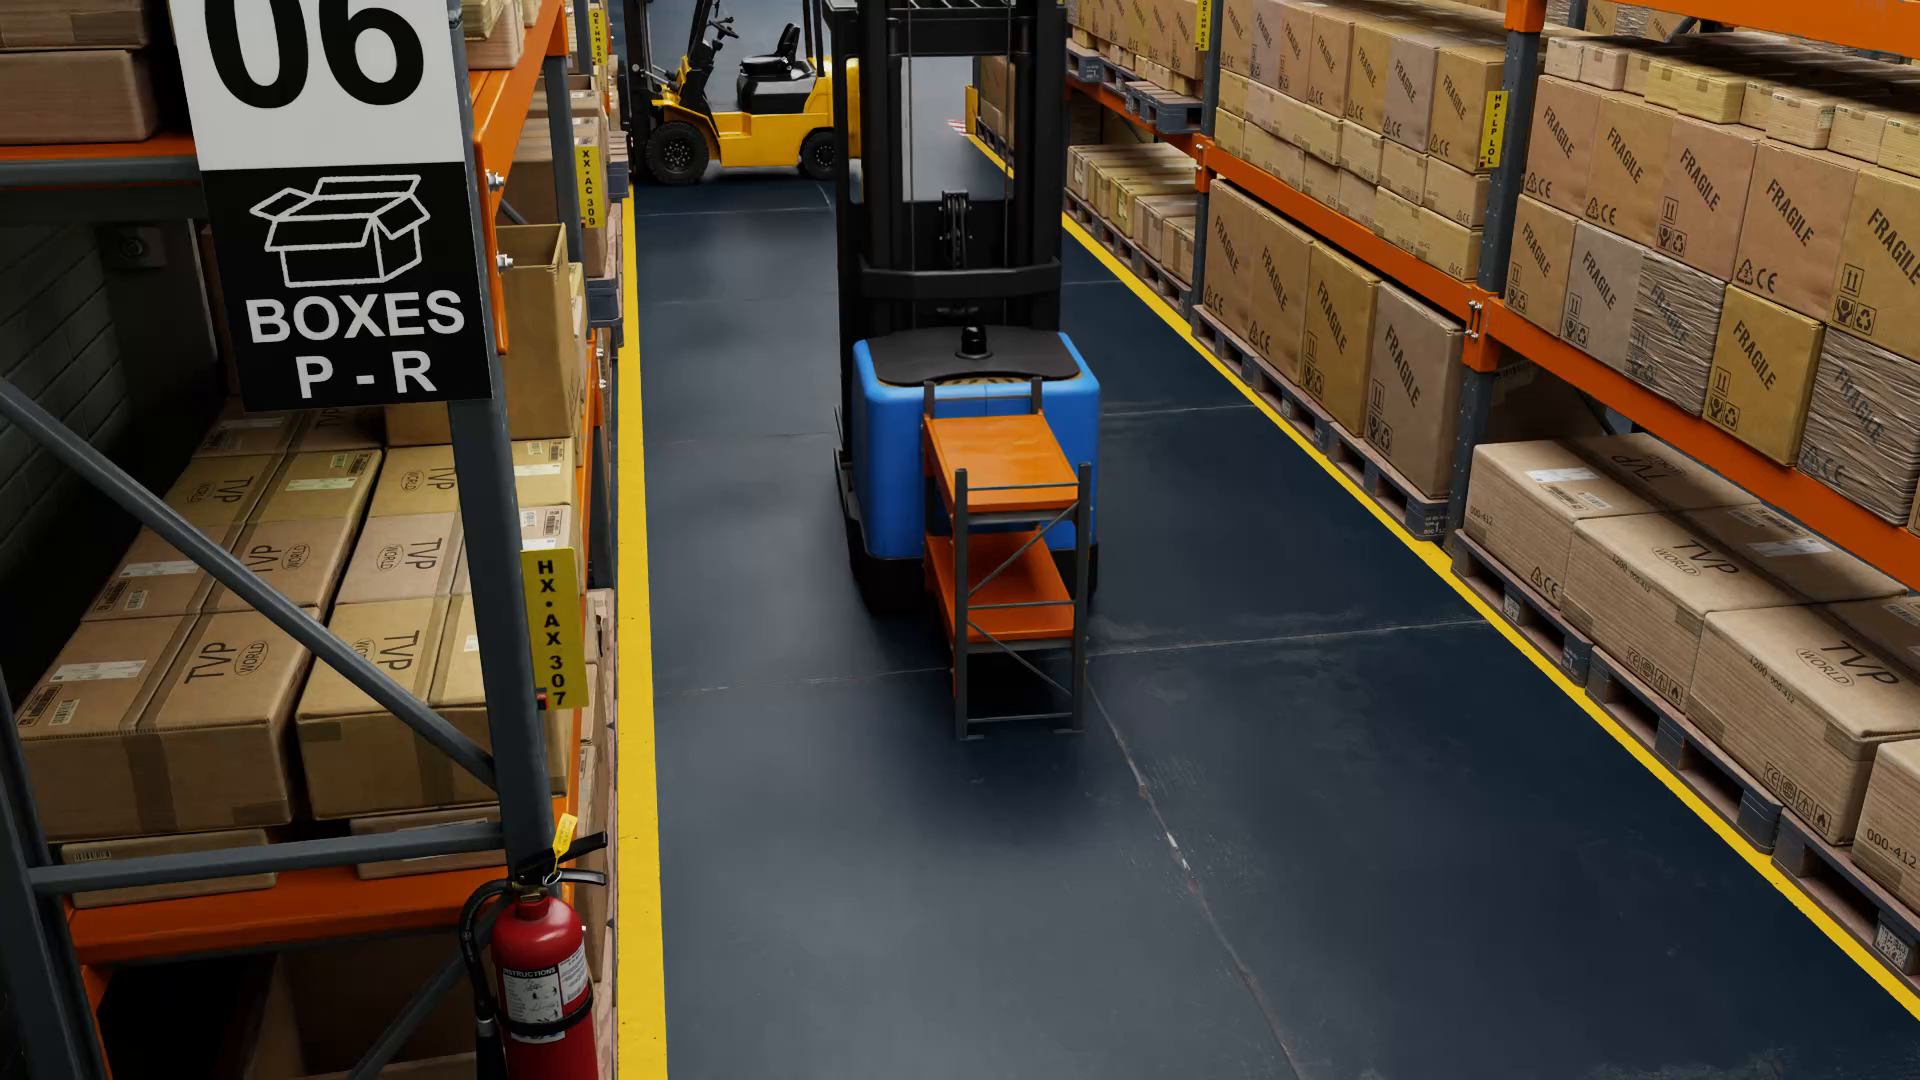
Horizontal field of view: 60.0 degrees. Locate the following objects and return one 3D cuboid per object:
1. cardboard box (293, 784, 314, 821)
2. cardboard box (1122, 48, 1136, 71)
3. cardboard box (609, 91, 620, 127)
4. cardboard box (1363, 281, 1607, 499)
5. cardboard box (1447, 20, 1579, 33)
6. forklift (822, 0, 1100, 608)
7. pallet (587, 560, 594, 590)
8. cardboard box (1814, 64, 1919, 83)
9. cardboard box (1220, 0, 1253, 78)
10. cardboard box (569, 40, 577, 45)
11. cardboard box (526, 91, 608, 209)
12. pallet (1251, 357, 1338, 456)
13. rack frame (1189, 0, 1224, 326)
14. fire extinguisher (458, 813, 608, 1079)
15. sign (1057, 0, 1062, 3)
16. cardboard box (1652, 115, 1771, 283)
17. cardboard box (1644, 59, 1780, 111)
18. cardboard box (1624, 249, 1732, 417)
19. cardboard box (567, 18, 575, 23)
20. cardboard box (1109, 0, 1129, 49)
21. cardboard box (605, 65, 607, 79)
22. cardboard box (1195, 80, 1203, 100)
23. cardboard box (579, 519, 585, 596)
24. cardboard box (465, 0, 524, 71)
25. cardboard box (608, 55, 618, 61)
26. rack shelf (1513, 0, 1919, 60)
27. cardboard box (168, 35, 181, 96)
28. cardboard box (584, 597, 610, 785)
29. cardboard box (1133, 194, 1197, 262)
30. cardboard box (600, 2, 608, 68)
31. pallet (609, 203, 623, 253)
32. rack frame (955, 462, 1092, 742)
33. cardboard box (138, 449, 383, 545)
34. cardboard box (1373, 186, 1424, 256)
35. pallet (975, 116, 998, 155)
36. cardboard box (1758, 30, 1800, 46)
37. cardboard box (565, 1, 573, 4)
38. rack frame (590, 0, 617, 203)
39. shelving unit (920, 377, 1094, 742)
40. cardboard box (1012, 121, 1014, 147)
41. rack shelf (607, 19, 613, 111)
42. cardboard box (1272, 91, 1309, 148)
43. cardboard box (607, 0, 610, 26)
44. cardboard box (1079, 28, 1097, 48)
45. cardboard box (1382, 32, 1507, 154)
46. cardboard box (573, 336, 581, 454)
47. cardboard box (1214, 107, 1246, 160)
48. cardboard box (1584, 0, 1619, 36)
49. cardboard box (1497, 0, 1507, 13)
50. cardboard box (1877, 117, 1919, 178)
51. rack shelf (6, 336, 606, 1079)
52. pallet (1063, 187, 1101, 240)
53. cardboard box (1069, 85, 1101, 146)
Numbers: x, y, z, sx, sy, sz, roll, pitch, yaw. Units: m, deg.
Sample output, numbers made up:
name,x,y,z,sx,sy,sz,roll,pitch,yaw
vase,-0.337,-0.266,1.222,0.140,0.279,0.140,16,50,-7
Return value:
name,x,y,z,sx,sy,sz,roll,pitch,yaw
cardboard box,-1.588,0.503,3.664,0.380,0.149,0.250,-4,24,-8
cardboard box,1.466,-3.705,12.775,0.380,0.149,0.250,-5,24,-11
cardboard box,-3.361,-3.923,15.147,0.500,0.250,0.500,-4,24,-10
cardboard box,2.668,-0.796,8.455,0.875,0.875,0.875,-4,24,-8
cardboard box,2.851,-2.433,8.699,0.500,0.500,0.500,-5,24,-11
forklift,-0.084,-1.597,8.245,1.130,2.935,3.031,-3,24,-7
pallet,-2.203,-0.010,8.009,1.003,0.211,1.213,-4,24,-10
cardboard box,3.356,-1.639,6.069,0.380,0.149,0.250,-4,24,-10
cardboard box,1.973,-3.205,10.466,0.500,0.500,0.500,-5,24,-12
cardboard box,-2.575,-3.139,10.754,0.380,0.149,0.250,-4,24,-9
cardboard box,-2.126,-1.928,8.267,0.700,0.500,0.500,-4,24,-10
pallet,2.416,-0.840,9.910,1.003,0.211,1.213,-4,24,-10
rack frame,2.122,-2.913,11.171,1.000,3.000,0.127,-4,24,-10
fire extinguisher,-0.795,0.833,3.158,0.296,0.674,0.183,-4,24,-10
sign,0.851,-4.840,14.502,0.100,0.325,0.005,-4,24,-10
cardboard box,2.883,-1.237,5.960,0.500,0.500,0.500,-4,24,-9
cardboard box,2.803,-1.698,6.205,0.380,0.149,0.250,-4,24,-10
cardboard box,2.866,-0.787,6.179,0.500,0.500,0.500,-4,24,-9
cardboard box,-2.917,-3.636,11.893,0.380,0.149,0.250,-4,24,-10
cardboard box,1.464,-4.061,12.780,0.500,0.500,0.500,-5,24,-12
cardboard box,-3.145,-3.870,13.550,0.500,0.250,0.500,-4,24,-9
cardboard box,1.830,-3.102,11.393,0.380,0.149,0.250,-3,24,-8
cardboard box,-1.257,0.058,4.684,0.380,0.149,0.250,-5,24,-11
cardboard box,-1.156,-1.108,3.606,0.380,0.149,0.250,-4,24,-9
cardboard box,-3.843,-4.923,17.436,0.500,0.250,0.500,-4,24,-8
rack shelf,3.232,-1.598,5.311,1.077,0.370,4.000,-4,24,-10
cardboard box,-1.672,-0.865,3.048,0.380,0.149,0.250,-4,24,-9
cardboard box,-1.608,0.561,5.817,0.700,0.500,0.500,-5,24,-12
cardboard box,1.883,-2.414,12.787,0.950,0.372,0.625,-5,24,-11
cardboard box,-3.320,-4.357,14.353,0.500,0.500,0.500,-5,24,-11
pallet,-3.320,-2.553,13.831,1.003,0.211,1.213,-4,24,-10
rack frame,0.231,0.248,6.276,0.500,1.125,0.032,-3,24,-7
cardboard box,-1.803,-0.024,4.373,0.500,0.250,0.500,-4,24,-8
cardboard box,2.438,-1.629,8.419,0.500,0.250,0.500,-5,24,-10
pallet,0.772,-4.430,18.128,1.003,0.211,1.213,-4,24,-10
cardboard box,6.530,-3.718,12.891,0.500,0.500,0.500,-4,24,-10
cardboard box,-3.155,-4.142,13.051,0.380,0.149,0.250,-4,24,-10
rack frame,-3.495,-4.117,13.929,1.000,3.000,0.127,-4,24,-10
shelving unit,0.164,0.047,6.738,0.538,1.125,1.048,-3,24,-7
cardboard box,0.811,-4.040,16.664,0.500,0.250,0.500,-4,24,-9
rack shelf,-3.865,-4.574,15.875,1.077,0.370,4.000,-4,24,-10
cardboard box,2.148,-2.455,9.687,0.500,0.250,0.500,-4,24,-10
cardboard box,-3.886,-5.562,17.113,0.500,0.500,0.500,-5,24,-11
cardboard box,1.212,-4.224,13.962,0.380,0.149,0.250,-4,24,-9
cardboard box,2.429,-2.204,8.173,0.500,0.500,0.500,-4,24,-9
cardboard box,-1.495,-0.463,5.378,0.500,0.250,0.500,-4,24,-10
cardboard box,1.965,-2.633,10.718,0.500,0.250,0.500,-5,24,-11
cardboard box,6.061,-4.711,15.164,0.500,0.500,0.500,-4,24,-9
cardboard box,6.040,-5.541,17.002,0.875,0.550,0.550,-4,24,-10
cardboard box,3.048,-1.192,5.046,0.380,0.149,0.250,-4,24,-8
rack shelf,-1.646,0.146,5.067,1.077,0.370,4.000,-4,24,-10
pallet,1.528,-2.902,14.631,1.003,0.211,1.213,-4,24,-10
cardboard box,1.009,-3.975,15.577,0.500,0.500,0.500,-5,24,-10
